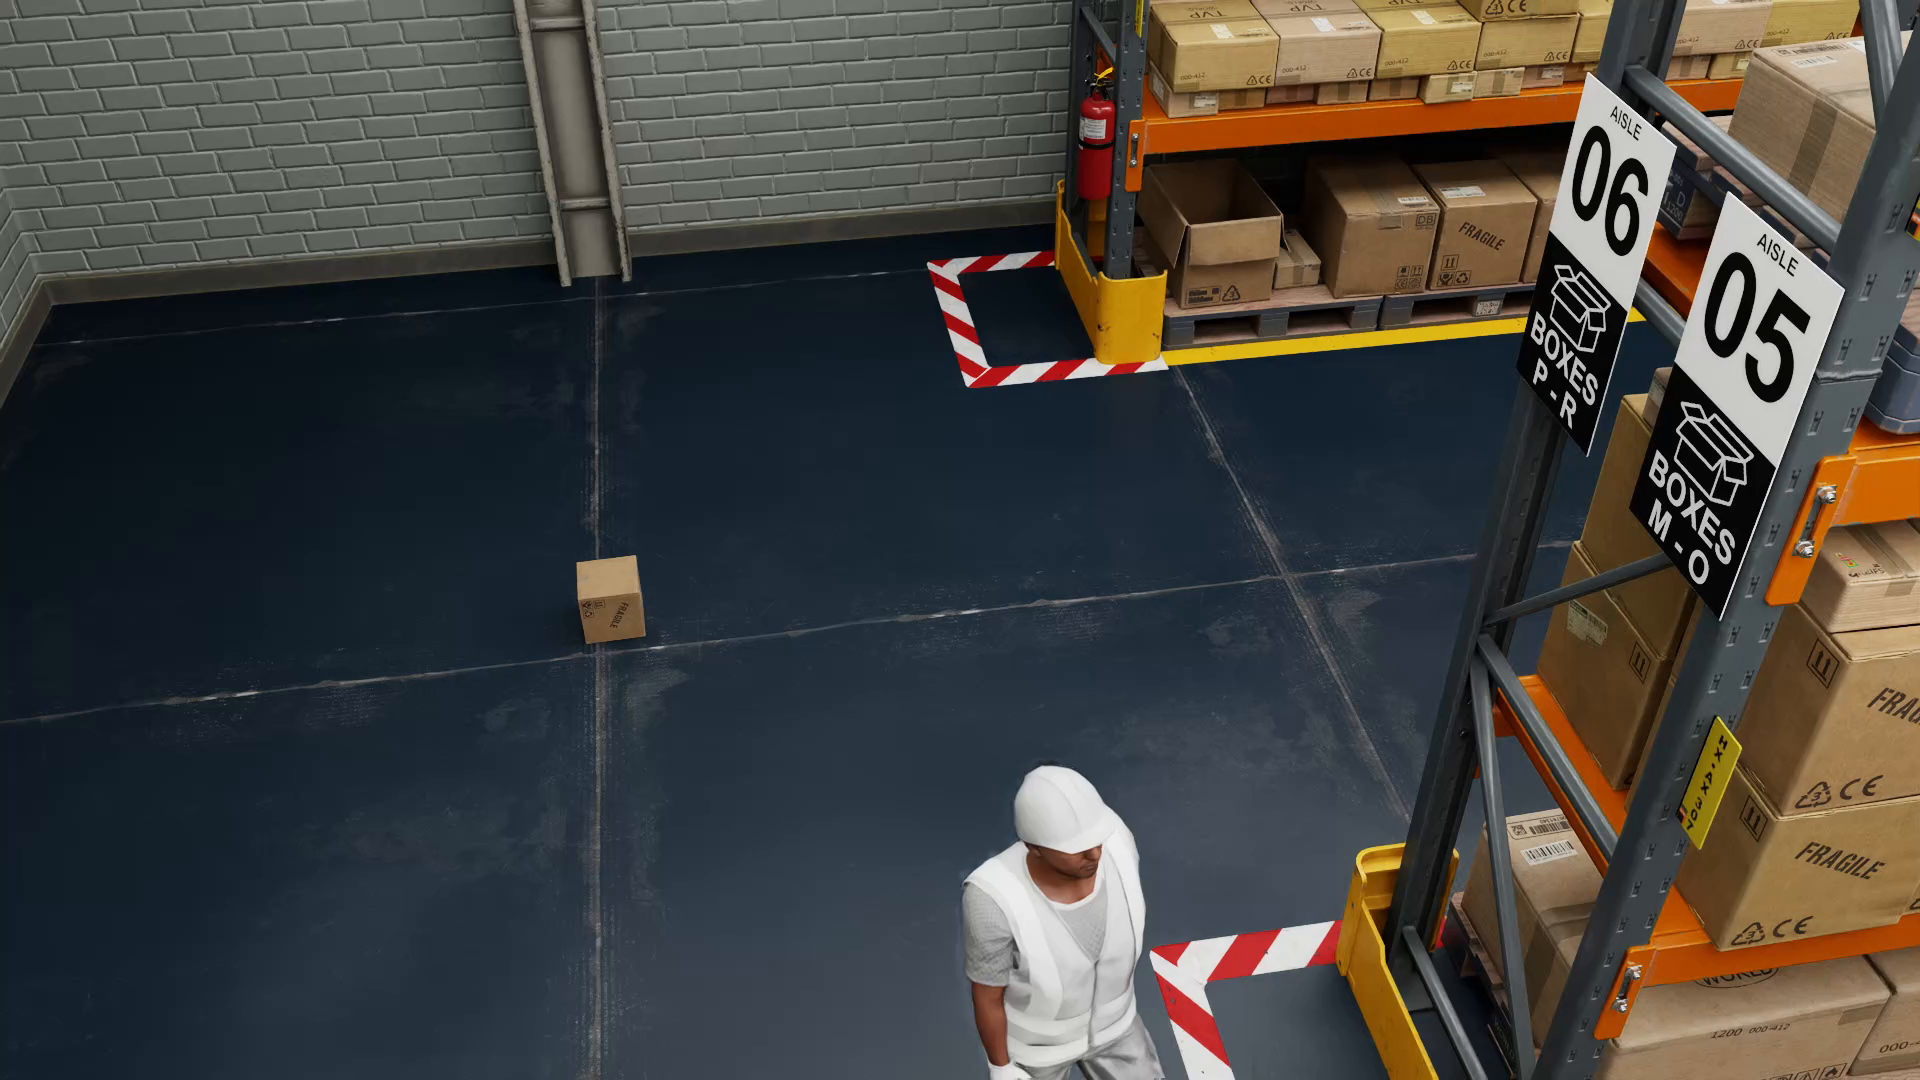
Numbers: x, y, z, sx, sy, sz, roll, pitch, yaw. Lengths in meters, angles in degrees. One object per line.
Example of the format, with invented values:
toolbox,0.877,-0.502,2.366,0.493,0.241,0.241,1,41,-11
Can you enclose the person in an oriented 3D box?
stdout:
person,0.289,1.308,4.453,0.549,1.801,0.451,-18,42,-22
